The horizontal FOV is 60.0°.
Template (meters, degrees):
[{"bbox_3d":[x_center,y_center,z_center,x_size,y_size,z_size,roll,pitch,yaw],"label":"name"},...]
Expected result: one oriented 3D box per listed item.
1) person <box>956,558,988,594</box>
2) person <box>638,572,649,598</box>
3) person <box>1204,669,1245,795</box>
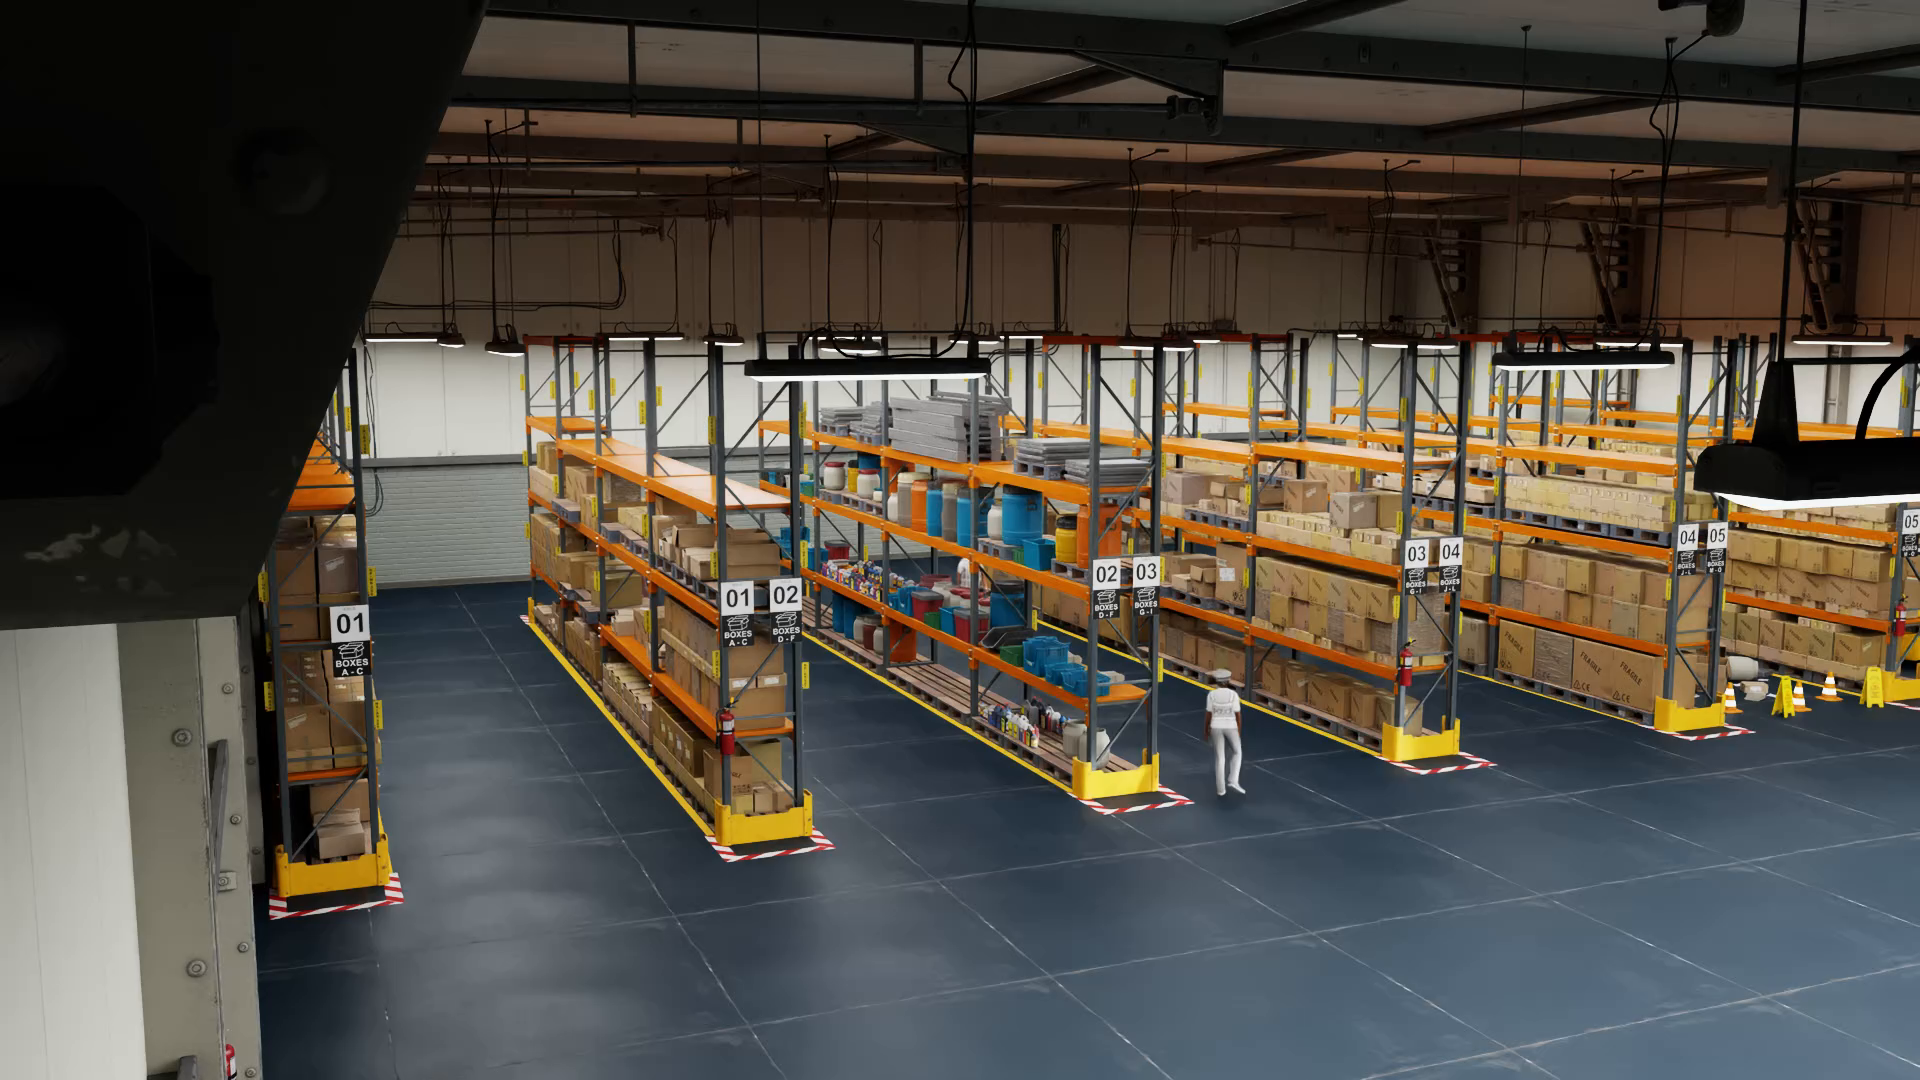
[{"bbox_3d":[0.257,0.940,34.044,0.556,1.708,1.078,-4,8,-26],"label":"person"},{"bbox_3d":[-7.042,0.700,36.213,0.656,1.684,0.458,-2,8,-14],"label":"person"},{"bbox_3d":[3.526,2.566,22.181,0.564,1.674,0.493,2,8,18],"label":"person"}]
